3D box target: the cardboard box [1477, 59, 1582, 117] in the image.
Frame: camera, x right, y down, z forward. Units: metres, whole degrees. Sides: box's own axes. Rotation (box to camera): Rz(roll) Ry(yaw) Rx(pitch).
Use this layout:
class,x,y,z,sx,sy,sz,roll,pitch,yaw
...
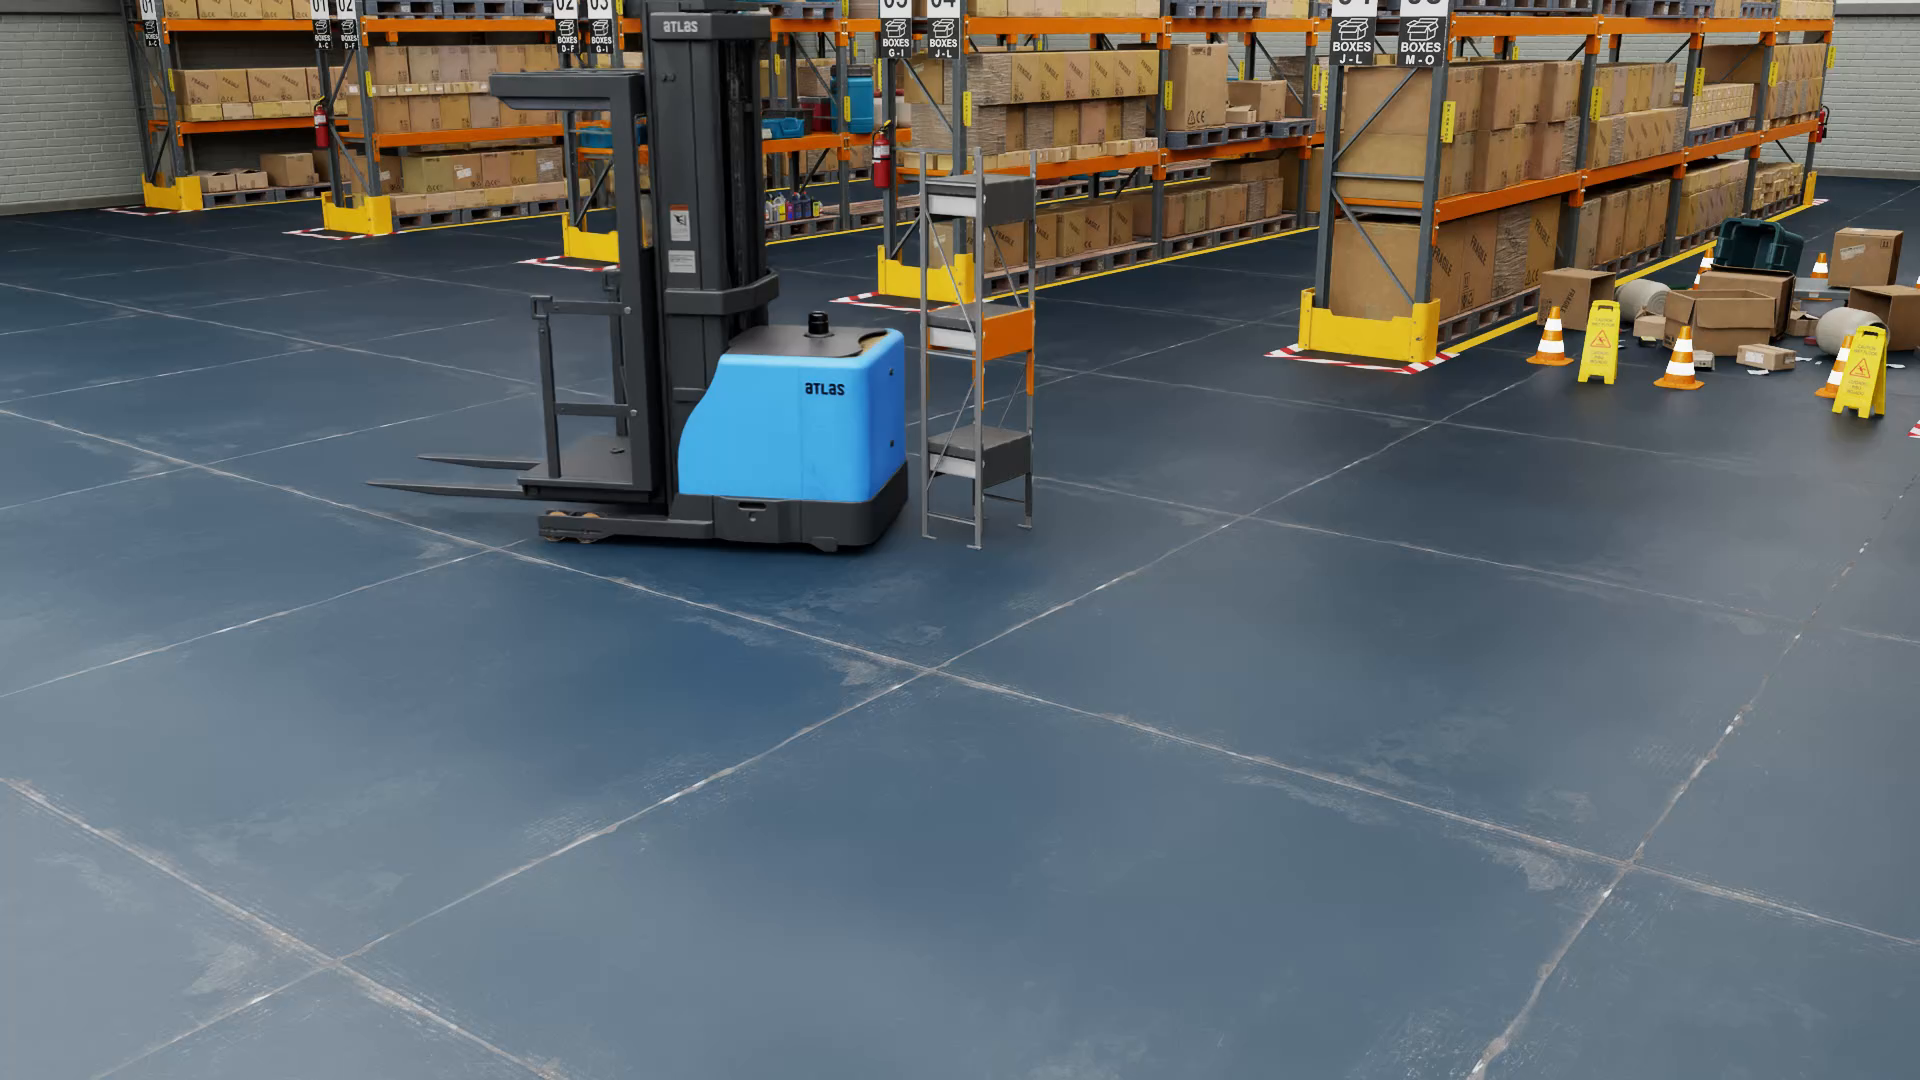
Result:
class,x,y,z,sx,sy,sz,roll,pitch,yaw
cardboard box,5.692,-4.532,16.707,0.875,0.550,0.550,12,21,35

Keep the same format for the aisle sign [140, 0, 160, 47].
class,x,y,z,sx,sy,sz,roll,pitch,yaw
aisle sign,-12.103,-7.772,24.829,0.394,0.787,0.004,12,21,35

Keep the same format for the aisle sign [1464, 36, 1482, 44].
class,x,y,z,sx,sy,sz,roll,pitch,yaw
aisle sign,8.968,-9.097,29.097,0.394,0.787,0.004,12,21,35

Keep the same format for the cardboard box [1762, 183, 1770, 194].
class,x,y,z,sx,sy,sz,roll,pitch,yaw
cardboard box,11.720,-5.209,24.556,0.380,0.149,0.250,14,22,37

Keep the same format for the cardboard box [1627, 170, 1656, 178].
class,x,y,z,sx,sy,sz,roll,pitch,yaw
cardboard box,8.519,-4.554,21.092,0.500,0.250,0.500,12,21,33

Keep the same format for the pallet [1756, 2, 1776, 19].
class,x,y,z,sx,sy,sz,roll,pitch,yaw
pallet,10.252,-7.147,22.459,1.213,0.211,1.003,12,21,35

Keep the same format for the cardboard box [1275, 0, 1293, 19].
class,x,y,z,sx,sy,sz,roll,pitch,yaw
cardboard box,4.028,-6.964,21.806,0.500,0.250,0.500,12,21,34

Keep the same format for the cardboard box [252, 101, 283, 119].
class,x,y,z,sx,sy,sz,roll,pitch,yaw
cardboard box,-11.150,-6.845,26.447,0.500,0.250,0.500,12,21,34

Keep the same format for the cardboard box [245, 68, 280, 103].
class,x,y,z,sx,sy,sz,roll,pitch,yaw
cardboard box,-11.160,-7.195,26.310,0.500,0.500,0.500,12,21,33

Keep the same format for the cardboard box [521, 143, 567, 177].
class,x,y,z,sx,sy,sz,roll,pitch,yaw
cardboard box,-6.465,-5.869,25.749,0.500,0.500,0.500,12,21,35

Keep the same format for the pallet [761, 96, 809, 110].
class,x,y,z,sx,sy,sz,roll,pitch,yaw
pallet,-3.207,-7.714,29.349,1.213,0.211,1.003,12,21,35

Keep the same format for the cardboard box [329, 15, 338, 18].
class,x,y,z,sx,sy,sz,roll,pitch,yaw
cardboard box,-10.332,-8.761,27.137,0.500,0.500,0.500,10,20,30

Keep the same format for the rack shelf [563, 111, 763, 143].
class,x,y,z,sx,sy,sz,roll,pitch,yaw
rack shelf,-4.746,-6.811,27.333,1.077,0.370,4.000,12,21,35

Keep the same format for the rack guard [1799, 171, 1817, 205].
class,x,y,z,sx,sy,sz,roll,pitch,yaw
rack guard,13.044,-5.673,26.669,1.175,0.500,0.348,12,21,35

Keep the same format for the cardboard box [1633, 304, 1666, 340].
class,x,y,z,sx,sy,sz,roll,pitch,yaw
cardboard box,6.394,-1.986,15.192,0.258,0.266,0.396,-16,23,-41

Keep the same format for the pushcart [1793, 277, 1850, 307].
class,x,y,z,sx,sy,sz,roll,pitch,yaw
pushcart,8.114,-2.315,16.062,1.648,0.377,0.936,5,18,16

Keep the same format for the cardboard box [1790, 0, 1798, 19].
class,x,y,z,sx,sy,sz,roll,pitch,yaw
cardboard box,11.485,-7.478,23.460,0.500,0.250,0.500,12,21,34

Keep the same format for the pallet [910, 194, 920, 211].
class,x,y,z,sx,sy,sz,roll,pitch,yaw
pallet,-0.071,-5.246,25.780,1.003,0.211,1.213,12,21,35

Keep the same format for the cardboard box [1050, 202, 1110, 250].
class,x,y,z,sx,sy,sz,roll,pitch,yaw
cardboard box,1.410,-3.708,19.633,0.500,0.500,0.500,-12,21,-33

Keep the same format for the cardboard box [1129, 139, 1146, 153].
class,x,y,z,sx,sy,sz,roll,pitch,yaw
cardboard box,1.967,-4.646,19.571,0.380,0.149,0.250,12,21,35

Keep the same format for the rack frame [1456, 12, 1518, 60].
class,x,y,z,sx,sy,sz,roll,pitch,yaw
rack frame,9.166,-7.785,29.256,1.000,3.000,0.127,12,21,35

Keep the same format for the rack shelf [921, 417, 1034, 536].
class,x,y,z,sx,sy,sz,roll,pitch,yaw
rack shelf,0.099,-0.361,9.271,0.431,0.518,0.480,12,21,35

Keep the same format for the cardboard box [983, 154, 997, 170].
class,x,y,z,sx,sy,sz,roll,pitch,yaw
cardboard box,0.158,-3.936,17.286,0.380,0.149,0.250,12,21,35

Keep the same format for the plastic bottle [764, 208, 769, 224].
class,x,y,z,sx,sy,sz,roll,pitch,yaw
plastic bottle,-2.569,-4.278,21.939,0.097,0.201,0.097,0,17,0

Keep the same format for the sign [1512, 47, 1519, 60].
class,x,y,z,sx,sy,sz,roll,pitch,yaw
sign,9.593,-8.352,28.730,0.100,0.325,0.005,12,21,35

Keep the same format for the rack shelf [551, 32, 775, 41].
class,x,y,z,sx,sy,sz,roll,pitch,yaw
rack shelf,-4.746,-8.244,26.888,1.077,0.370,4.000,12,21,35

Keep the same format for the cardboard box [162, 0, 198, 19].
class,x,y,z,sx,sy,sz,roll,pitch,yaw
cardboard box,-11.901,-8.126,25.092,0.500,0.500,0.500,13,22,36

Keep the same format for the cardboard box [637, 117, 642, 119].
class,x,y,z,sx,sy,sz,roll,pitch,yaw
cardboard box,-5.246,-6.734,26.293,0.380,0.149,0.250,12,21,35

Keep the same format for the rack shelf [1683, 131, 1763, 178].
class,x,y,z,sx,sy,sz,roll,pitch,yaw
rack shelf,9.514,-5.112,21.861,1.077,0.370,4.000,12,21,35

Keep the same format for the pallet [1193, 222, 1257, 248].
class,x,y,z,sx,sy,sz,roll,pitch,yaw
pallet,3.205,-4.073,22.004,1.003,0.211,1.213,12,21,35

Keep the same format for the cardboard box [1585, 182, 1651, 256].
class,x,y,z,sx,sy,sz,roll,pitch,yaw
cardboard box,7.369,-3.768,19.404,1.050,0.750,0.750,13,21,36

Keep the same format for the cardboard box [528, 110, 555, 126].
class,x,y,z,sx,sy,sz,roll,pitch,yaw
cardboard box,-6.506,-6.493,24.926,0.700,0.500,0.500,12,21,34

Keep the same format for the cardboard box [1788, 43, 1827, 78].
class,x,y,z,sx,sy,sz,roll,pitch,yaw
cardboard box,13.016,-7.399,25.657,0.500,0.500,0.500,12,21,34

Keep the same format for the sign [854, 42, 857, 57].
class,x,y,z,sx,sy,sz,roll,pitch,yaw
sign,-2.341,-10.978,37.186,0.100,0.325,0.005,12,21,35

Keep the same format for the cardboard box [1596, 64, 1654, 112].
class,x,y,z,sx,sy,sz,roll,pitch,yaw
cardboard box,7.443,-5.156,18.936,0.700,0.500,0.500,12,21,34

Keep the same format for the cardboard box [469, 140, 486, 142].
class,x,y,z,sx,sy,sz,roll,pitch,yaw
cardboard box,-8.926,-7.336,30.018,0.500,0.250,0.500,12,21,33

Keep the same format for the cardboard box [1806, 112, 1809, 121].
class,x,y,z,sx,sy,sz,roll,pitch,yaw
cardboard box,12.944,-6.585,25.813,0.380,0.149,0.250,12,21,35

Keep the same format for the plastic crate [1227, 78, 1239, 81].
class,x,y,z,sx,sy,sz,roll,pitch,yaw
plastic crate,5.139,-8.593,31.698,0.616,0.435,0.499,12,21,35

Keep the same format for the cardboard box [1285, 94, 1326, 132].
class,x,y,z,sx,sy,sz,roll,pitch,yaw
cardboard box,4.907,-5.995,23.324,0.500,0.500,0.500,13,22,36

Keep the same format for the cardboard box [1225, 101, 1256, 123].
class,x,y,z,sx,sy,sz,roll,pitch,yaw
cardboard box,3.623,-5.571,21.646,0.396,0.266,0.258,12,21,33

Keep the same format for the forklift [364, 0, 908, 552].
class,x,y,z,sx,sy,sz,roll,pitch,yaw
forklift,-1.873,-1.529,9.225,3.031,2.935,1.130,3,18,10

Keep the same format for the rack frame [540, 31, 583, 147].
class,x,y,z,sx,sy,sz,roll,pitch,yaw
rack frame,-7.535,-8.506,31.576,1.000,3.000,0.127,12,21,35

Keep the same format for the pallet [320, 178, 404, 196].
class,x,y,z,sx,sy,sz,roll,pitch,yaw
pallet,-10.290,-6.055,28.387,1.003,0.211,1.213,12,21,35

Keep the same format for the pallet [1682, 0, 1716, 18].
class,x,y,z,sx,sy,sz,roll,pitch,yaw
pallet,7.981,-6.159,19.280,1.213,0.211,1.003,14,22,37

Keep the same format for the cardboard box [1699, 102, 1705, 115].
class,x,y,z,sx,sy,sz,roll,pitch,yaw
cardboard box,9.088,-5.411,20.824,0.380,0.149,0.250,12,21,33

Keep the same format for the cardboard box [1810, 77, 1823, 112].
class,x,y,z,sx,sy,sz,roll,pitch,yaw
cardboard box,13.028,-6.922,25.806,0.500,0.500,0.500,13,21,36

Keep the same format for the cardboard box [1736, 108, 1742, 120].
class,x,y,z,sx,sy,sz,roll,pitch,yaw
cardboard box,10.324,-5.762,22.457,0.380,0.149,0.250,12,21,35

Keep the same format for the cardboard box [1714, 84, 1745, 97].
class,x,y,z,sx,sy,sz,roll,pitch,yaw
cardboard box,10.308,-6.041,22.353,0.380,0.149,0.250,12,21,33

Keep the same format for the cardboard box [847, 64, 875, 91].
class,x,y,z,sx,sy,sz,roll,pitch,yaw
cardboard box,-1.992,-8.584,30.952,0.500,0.500,0.700,-16,23,-42

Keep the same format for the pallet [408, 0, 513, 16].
class,x,y,z,sx,sy,sz,roll,pitch,yaw
pallet,-7.152,-7.572,23.660,1.003,0.211,1.213,12,21,35

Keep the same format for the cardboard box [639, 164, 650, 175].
class,x,y,z,sx,sy,sz,roll,pitch,yaw
cardboard box,-5.189,-6.007,26.511,0.500,0.311,0.500,12,21,34

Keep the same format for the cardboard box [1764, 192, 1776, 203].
class,x,y,z,sx,sy,sz,roll,pitch,yaw
cardboard box,11.921,-5.117,24.764,0.380,0.149,0.250,12,21,33

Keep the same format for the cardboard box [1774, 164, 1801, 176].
class,x,y,z,sx,sy,sz,roll,pitch,yaw
cardboard box,12.729,-5.703,25.648,0.380,0.149,0.250,12,21,33

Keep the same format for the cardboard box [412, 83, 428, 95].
class,x,y,z,sx,sy,sz,roll,pitch,yaw
cardboard box,-7.609,-6.261,23.087,0.380,0.149,0.250,13,21,35

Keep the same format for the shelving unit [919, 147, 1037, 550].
class,x,y,z,sx,sy,sz,roll,pitch,yaw
shelving unit,0.099,-1.042,9.059,0.431,2.100,0.503,12,21,35
